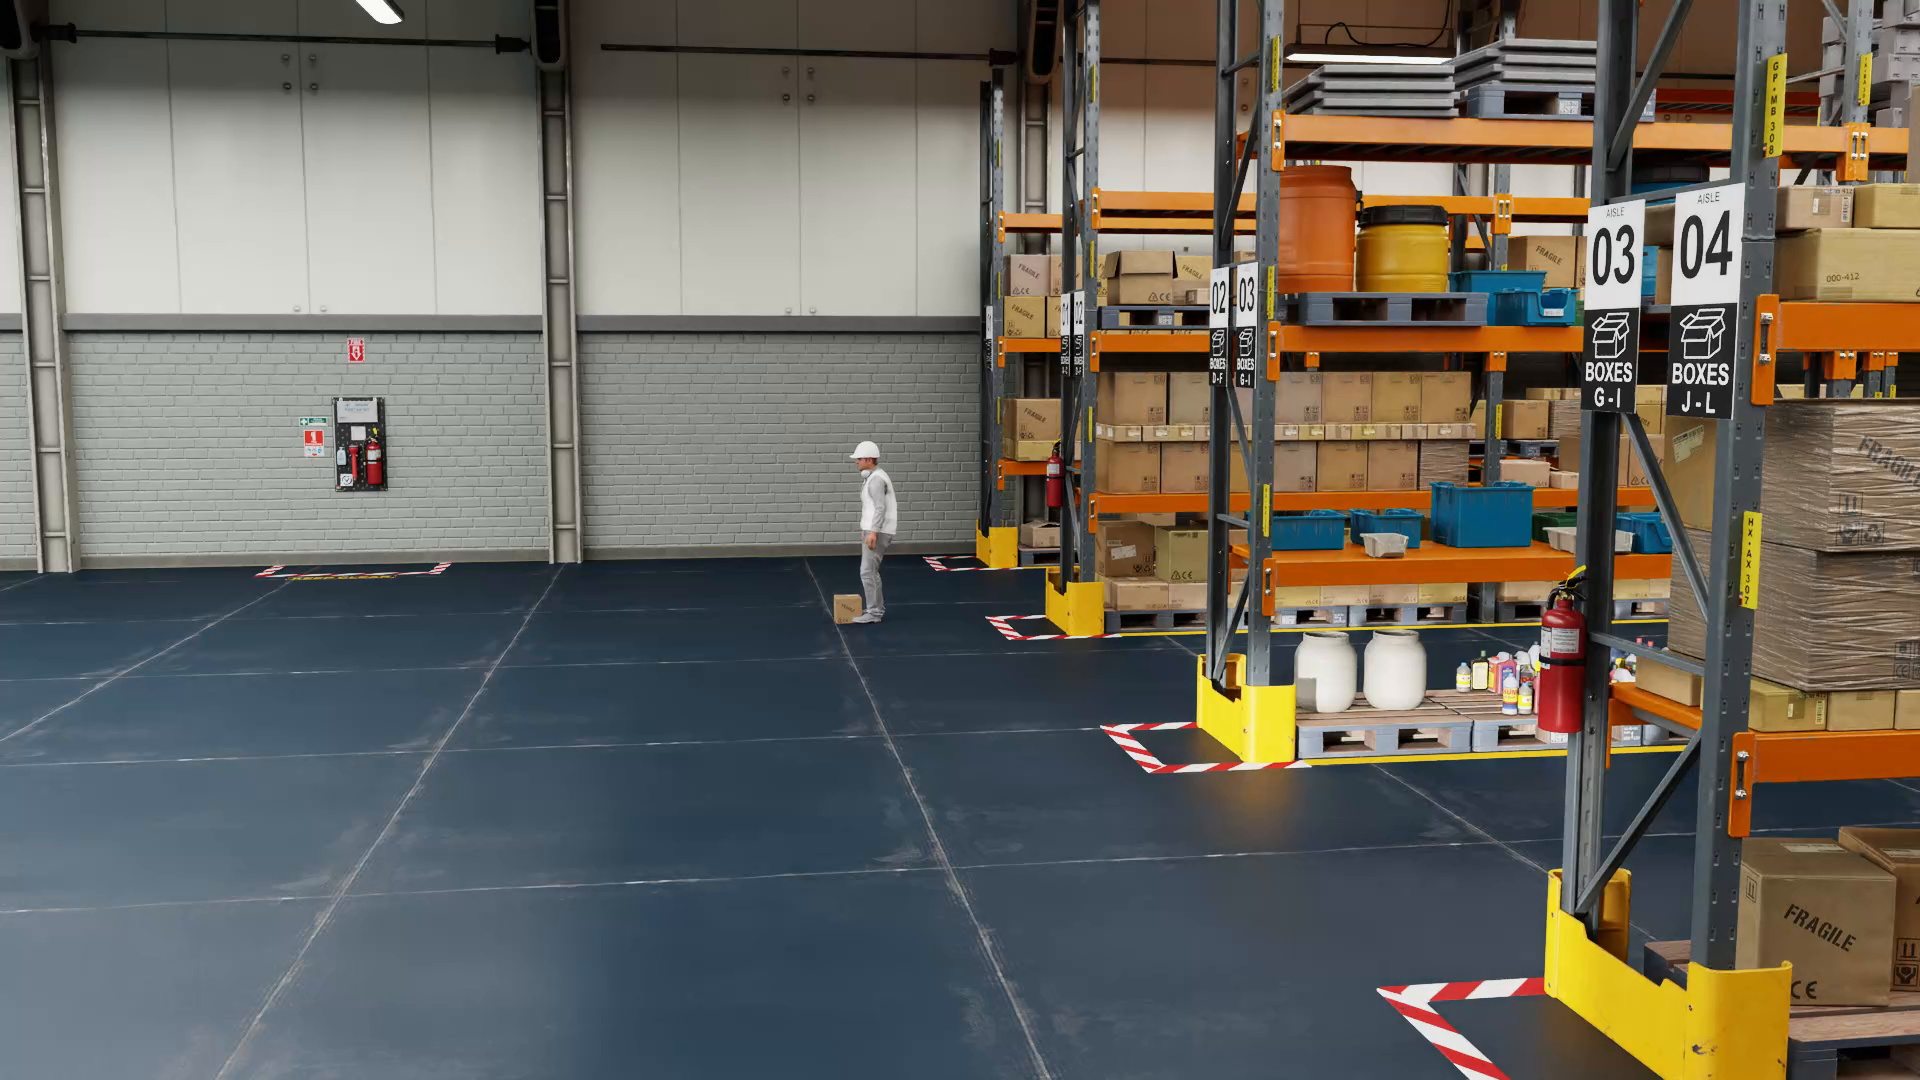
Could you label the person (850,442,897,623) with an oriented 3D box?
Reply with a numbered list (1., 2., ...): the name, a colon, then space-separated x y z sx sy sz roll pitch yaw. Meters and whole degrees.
1. person: -0.849 -0.083 16.334 0.468 1.770 0.579 -1 7 -9
